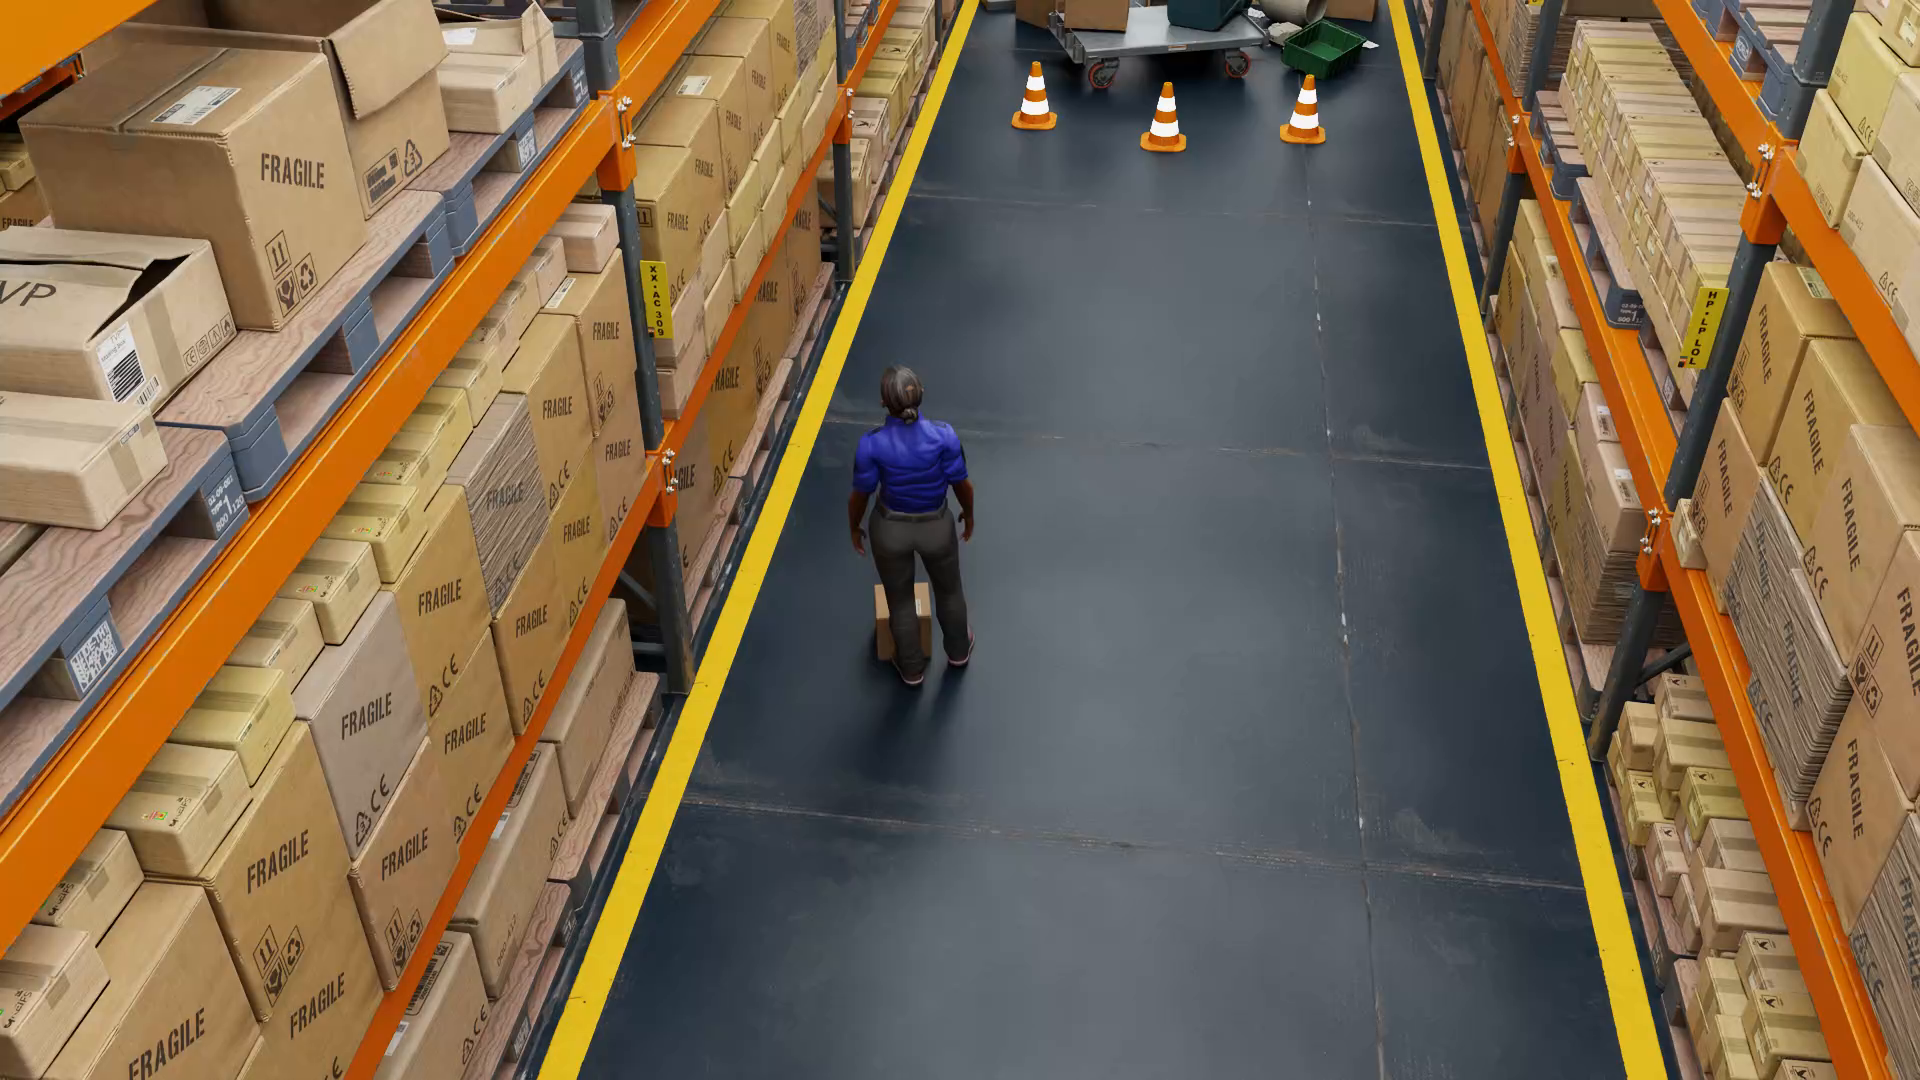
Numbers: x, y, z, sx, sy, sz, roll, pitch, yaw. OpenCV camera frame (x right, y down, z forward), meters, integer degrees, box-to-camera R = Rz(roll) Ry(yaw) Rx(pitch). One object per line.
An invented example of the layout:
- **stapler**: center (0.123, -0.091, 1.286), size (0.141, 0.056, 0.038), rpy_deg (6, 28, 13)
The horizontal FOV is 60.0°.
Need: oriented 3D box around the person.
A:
- **person**: center (-0.186, -0.087, 7.147), size (0.549, 1.654, 0.504), rpy_deg (-4, 37, -5)
